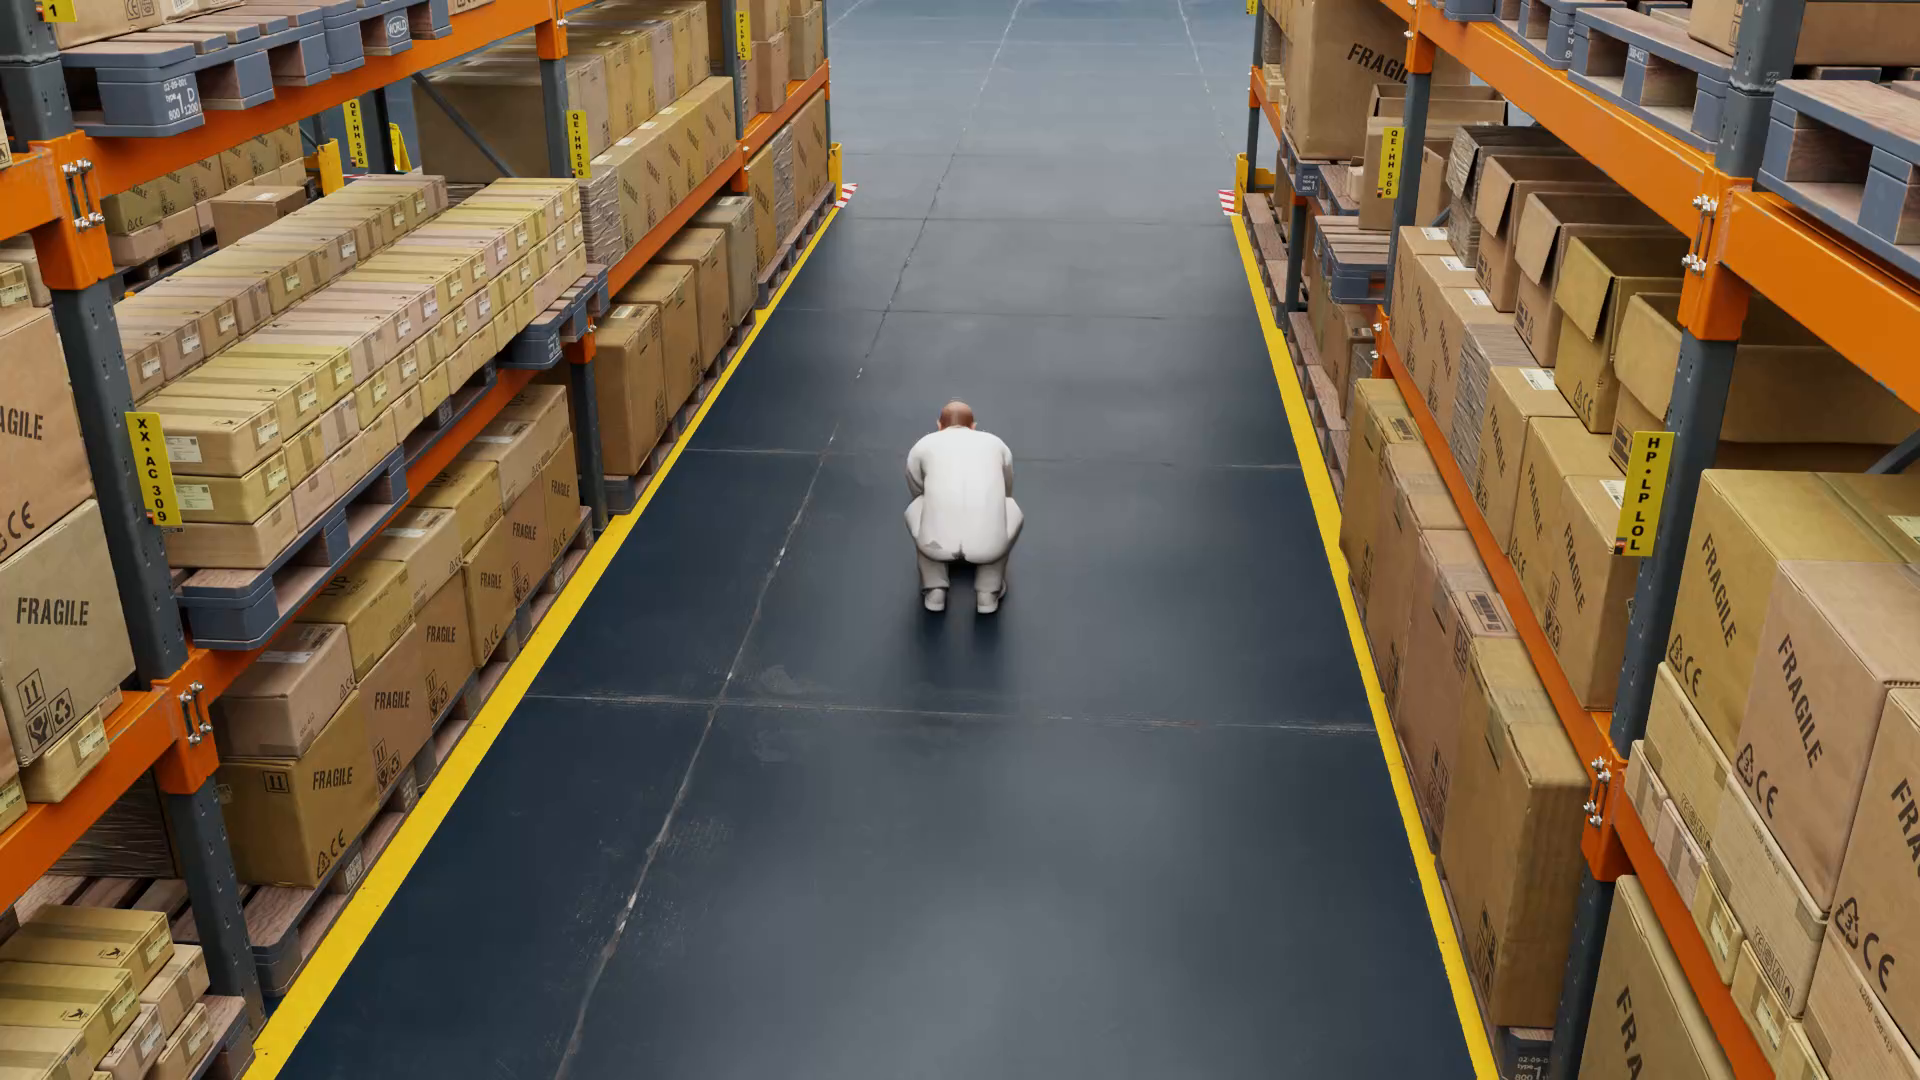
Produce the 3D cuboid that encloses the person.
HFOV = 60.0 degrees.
[{"bbox_3d":[0.007,-0.546,7.845,0.530,1.770,0.563,2,24,5],"label":"person"}]
